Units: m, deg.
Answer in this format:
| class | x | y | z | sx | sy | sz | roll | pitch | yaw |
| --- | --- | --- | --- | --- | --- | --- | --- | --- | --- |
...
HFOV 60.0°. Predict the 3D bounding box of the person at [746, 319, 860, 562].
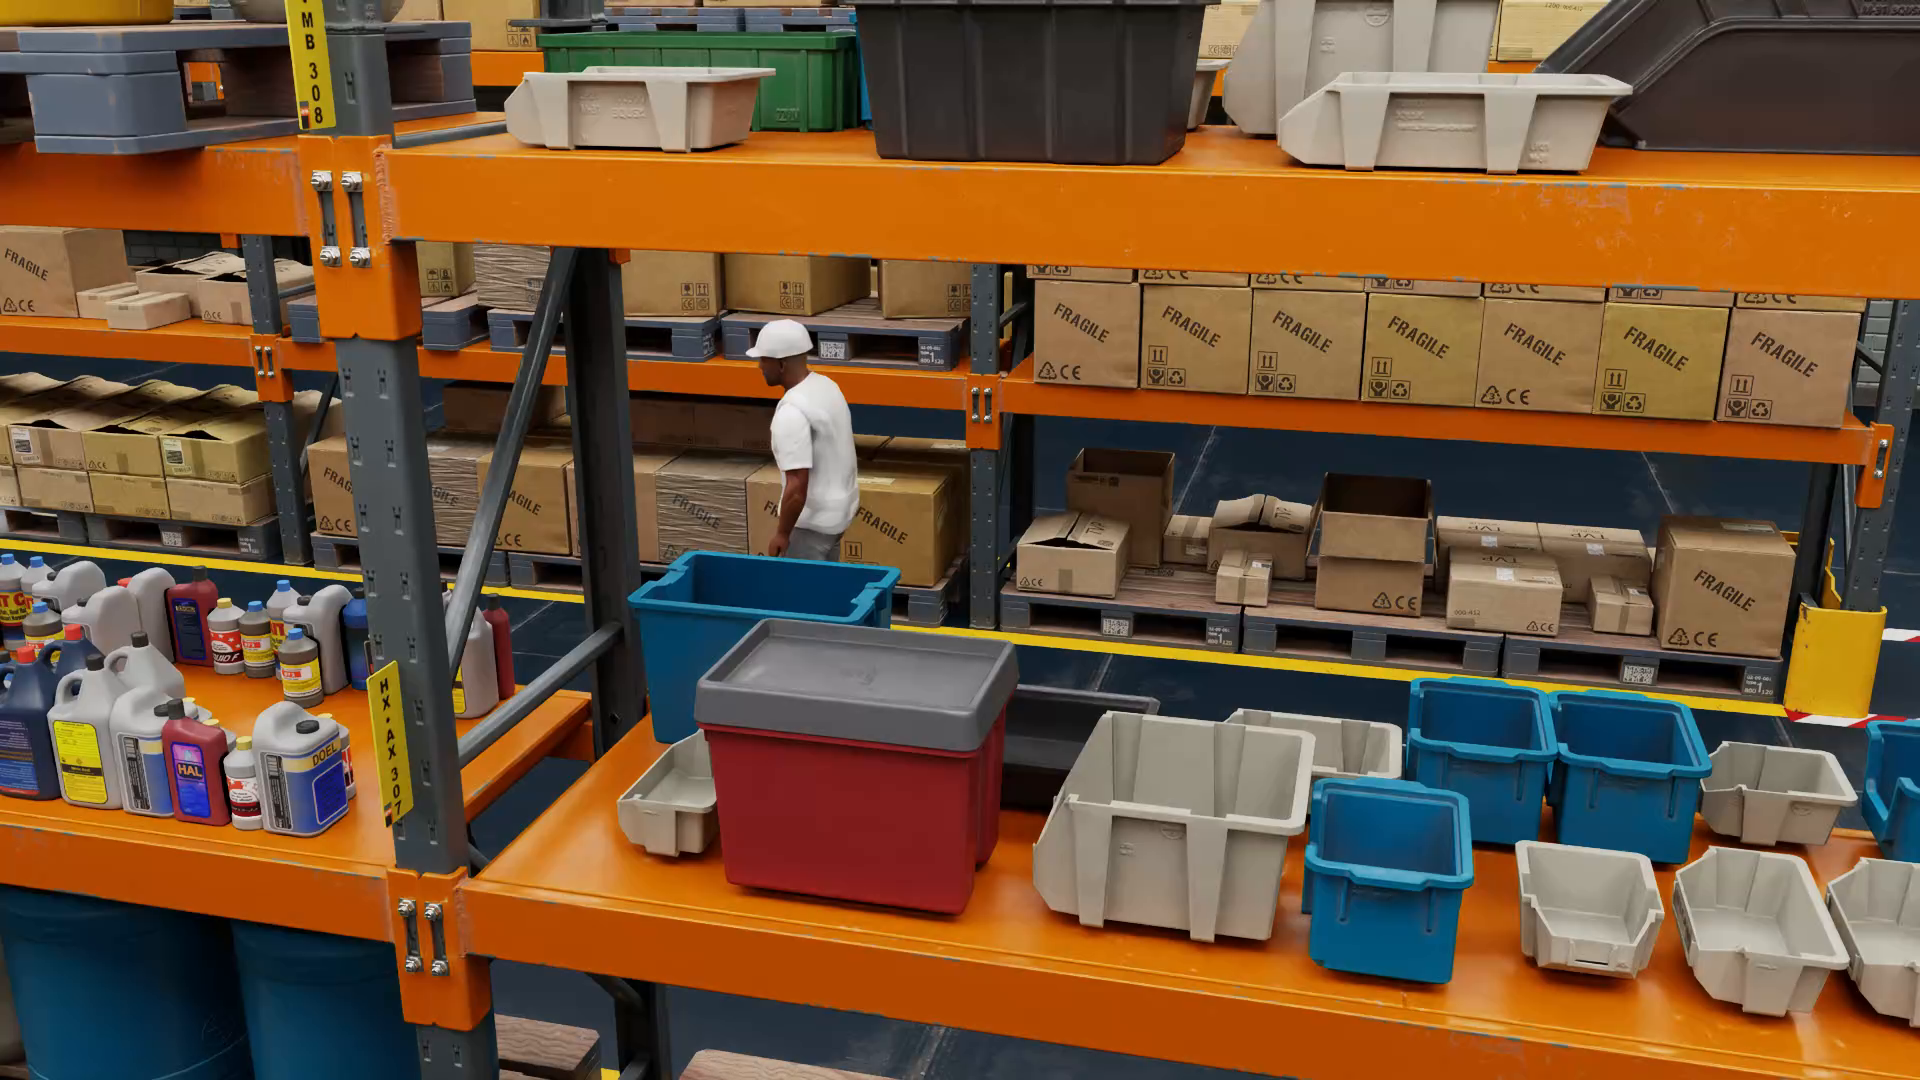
| class | x | y | z | sx | sy | sz | roll | pitch | yaw |
| --- | --- | --- | --- | --- | --- | --- | --- | --- | --- |
| person | -0.685 | -0.103 | 7.342 | 0.460 | 1.761 | 0.637 | 4 | 19 | 13 |
